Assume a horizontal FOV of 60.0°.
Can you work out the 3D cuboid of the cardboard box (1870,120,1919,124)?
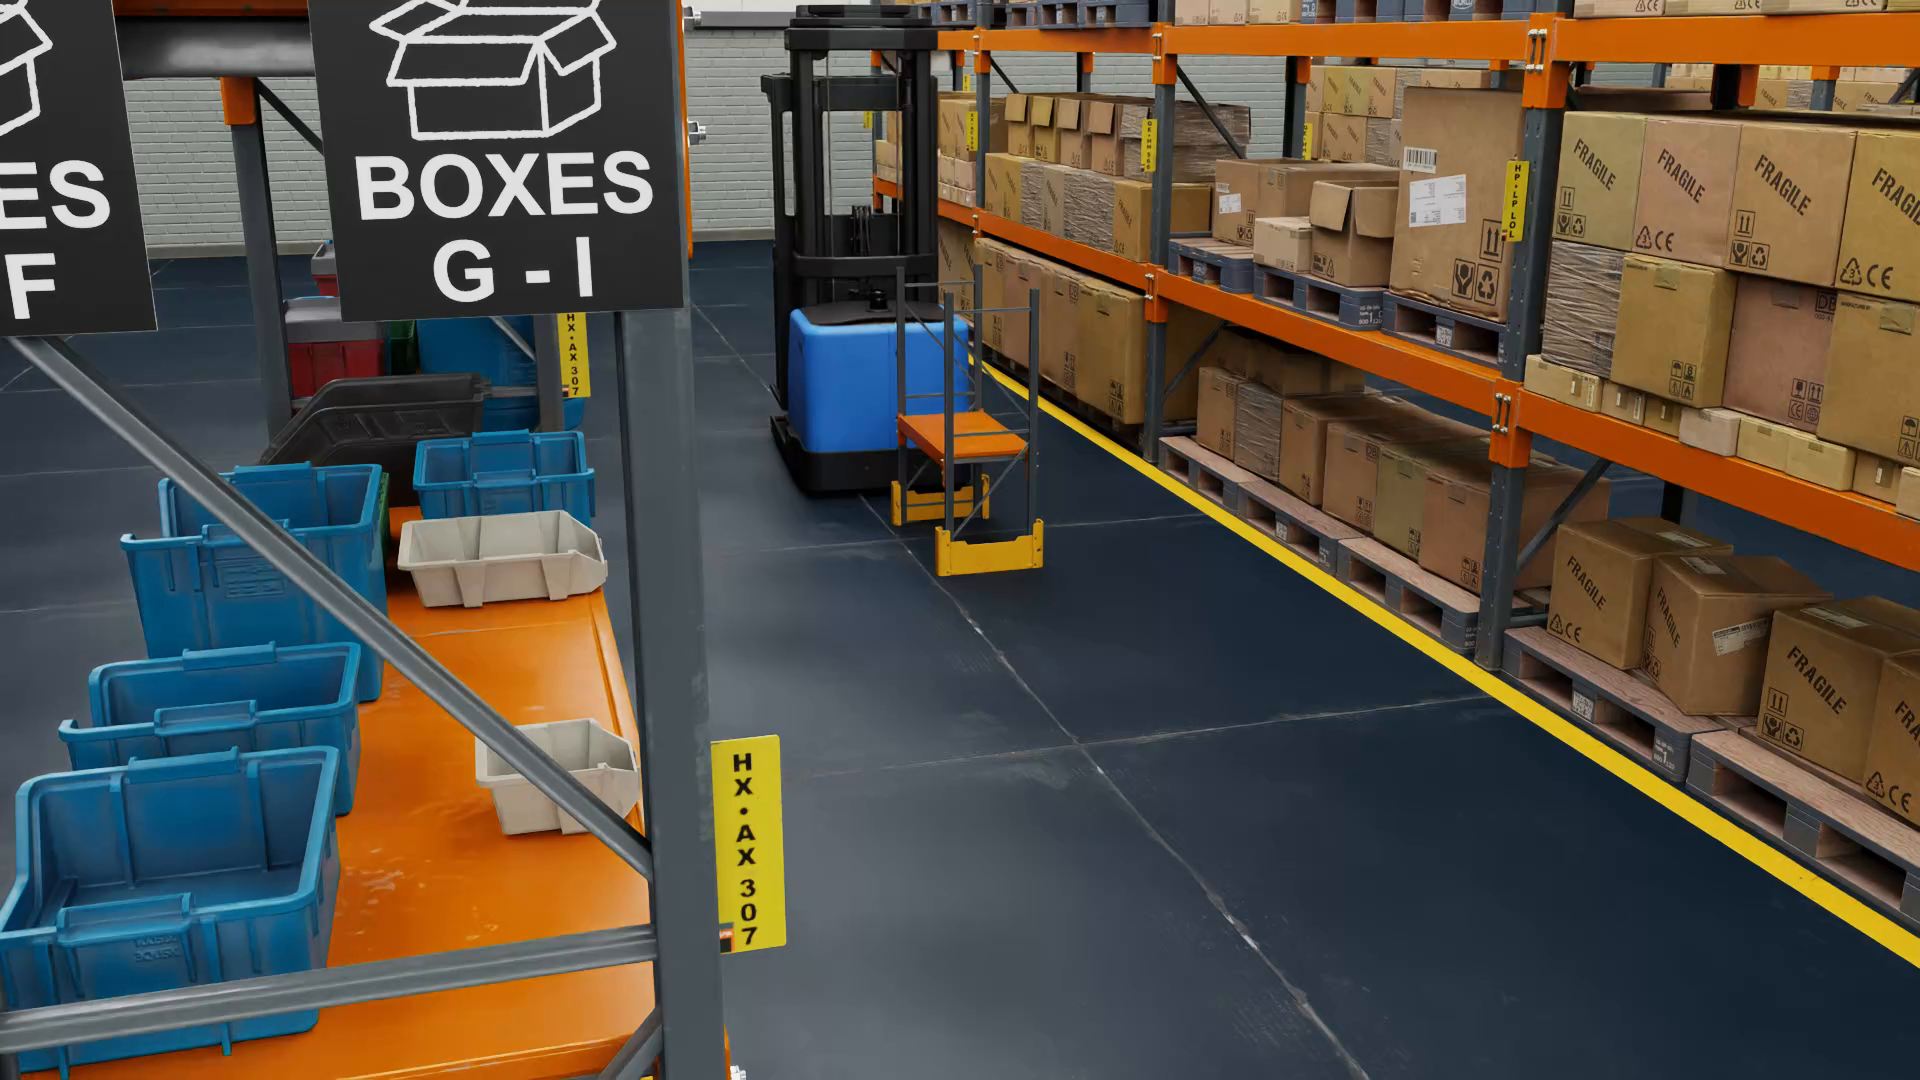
[{"bbox_3d":[3.498,-1.184,5.751,0.500,0.500,0.500,-5,17,-15],"label":"cardboard box"}]

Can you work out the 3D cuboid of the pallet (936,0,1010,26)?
[{"bbox_3d":[0.422,-4.728,14.919,1.003,0.211,1.213,-5,17,-15],"label":"pallet"}]

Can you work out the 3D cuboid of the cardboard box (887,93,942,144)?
[{"bbox_3d":[-0.453,-4.351,17.163,0.500,0.500,0.500,-5,17,-17],"label":"cardboard box"}]

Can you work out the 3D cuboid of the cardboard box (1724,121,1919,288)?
[{"bbox_3d":[2.990,-1.142,5.612,0.500,0.500,0.500,-5,17,-15],"label":"cardboard box"}]

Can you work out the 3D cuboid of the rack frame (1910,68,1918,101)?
[{"bbox_3d":[10.165,-3.891,17.190,1.000,3.000,0.127,-5,17,-15],"label":"rack frame"}]

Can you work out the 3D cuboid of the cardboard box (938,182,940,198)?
[{"bbox_3d":[-0.046,-3.330,15.760,0.380,0.149,0.250,-4,17,-14],"label":"cardboard box"}]

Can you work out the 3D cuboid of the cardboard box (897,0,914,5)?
[{"bbox_3d":[-0.230,-5.642,16.730,0.700,0.500,0.500,-5,18,-17],"label":"cardboard box"}]

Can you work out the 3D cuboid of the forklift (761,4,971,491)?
[{"bbox_3d":[-0.738,-2.088,11.308,1.130,2.935,3.031,-3,17,-11],"label":"forklift"}]

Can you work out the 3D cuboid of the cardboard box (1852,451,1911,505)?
[{"bbox_3d":[3.142,-0.211,5.378,0.380,0.149,0.250,-5,17,-15],"label":"cardboard box"}]

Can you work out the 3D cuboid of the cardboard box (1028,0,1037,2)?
[{"bbox_3d":[0.851,-4.392,13.069,0.500,0.311,0.500,-5,18,-17],"label":"cardboard box"}]

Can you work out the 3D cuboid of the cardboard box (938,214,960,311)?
[{"bbox_3d":[0.284,-2.728,16.285,0.875,0.875,0.875,-5,17,-15],"label":"cardboard box"}]

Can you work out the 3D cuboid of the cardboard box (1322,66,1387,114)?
[{"bbox_3d":[4.347,-4.963,18.330,0.500,0.500,0.500,-4,17,-14],"label":"cardboard box"}]

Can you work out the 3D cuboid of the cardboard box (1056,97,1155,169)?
[{"bbox_3d":[1.183,-3.098,12.634,0.797,0.503,0.637,-4,17,-13],"label":"cardboard box"}]

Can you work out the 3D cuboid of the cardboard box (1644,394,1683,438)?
[{"bbox_3d":[2.834,-0.485,6.290,0.380,0.149,0.250,-5,17,-15],"label":"cardboard box"}]

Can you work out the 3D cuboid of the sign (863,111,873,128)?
[{"bbox_3d":[-0.998,-4.624,17.989,0.100,0.325,0.005,-5,17,-15],"label":"sign"}]

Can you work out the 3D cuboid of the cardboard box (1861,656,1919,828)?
[{"bbox_3d":[3.428,0.697,5.533,0.500,0.500,0.500,-3,17,-10],"label":"cardboard box"}]

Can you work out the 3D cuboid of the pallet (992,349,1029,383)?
[{"bbox_3d":[0.921,-1.564,14.292,1.003,0.211,1.213,-5,17,-15],"label":"pallet"}]

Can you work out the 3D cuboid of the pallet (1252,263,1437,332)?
[{"bbox_3d":[2.319,-1.364,9.114,1.003,0.211,1.213,-5,17,-15],"label":"pallet"}]

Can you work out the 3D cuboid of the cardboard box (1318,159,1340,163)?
[{"bbox_3d":[4.240,-4.196,18.644,0.380,0.149,0.250,-5,17,-17],"label":"cardboard box"}]

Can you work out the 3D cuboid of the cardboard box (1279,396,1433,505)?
[{"bbox_3d":[2.266,-0.522,9.555,0.700,0.500,0.500,-3,17,-11],"label":"cardboard box"}]

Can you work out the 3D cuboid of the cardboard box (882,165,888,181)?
[{"bbox_3d":[-0.611,-3.898,17.652,0.380,0.149,0.250,-5,17,-16],"label":"cardboard box"}]

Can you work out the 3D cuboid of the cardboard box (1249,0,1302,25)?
[{"bbox_3d":[1.911,-2.932,9.045,0.500,0.250,0.500,-4,17,-14],"label":"cardboard box"}]

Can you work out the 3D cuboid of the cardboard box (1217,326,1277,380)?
[{"bbox_3d":[1.949,-1.190,10.478,0.500,0.250,0.500,-4,17,-13],"label":"cardboard box"}]

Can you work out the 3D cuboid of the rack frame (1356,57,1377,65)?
[{"bbox_3d":[4.334,-4.578,19.478,1.000,3.000,0.127,-5,17,-15],"label":"rack frame"}]

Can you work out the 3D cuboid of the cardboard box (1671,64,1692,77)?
[{"bbox_3d":[8.897,-5.714,20.222,0.380,0.149,0.250,-4,17,-14],"label":"cardboard box"}]

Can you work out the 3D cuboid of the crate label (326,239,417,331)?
[{"bbox_3d":[-3.014,-1.330,8.604,0.502,0.435,0.616,-5,17,-15],"label":"crate label"}]

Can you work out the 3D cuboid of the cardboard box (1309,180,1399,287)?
[{"bbox_3d":[2.270,-1.617,8.712,0.797,0.503,0.637,-3,17,-10],"label":"cardboard box"}]

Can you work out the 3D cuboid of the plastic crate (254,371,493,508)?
[{"bbox_3d":[-1.906,-0.318,5.405,0.767,0.338,0.504,-5,17,-15],"label":"plastic crate"}]

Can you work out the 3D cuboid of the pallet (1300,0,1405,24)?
[{"bbox_3d":[2.480,-2.707,8.361,1.213,0.211,1.003,-5,17,-15],"label":"pallet"}]

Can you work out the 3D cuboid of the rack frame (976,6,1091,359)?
[{"bbox_3d":[0.636,-3.107,14.582,1.000,3.000,0.127,-5,17,-15],"label":"rack frame"}]

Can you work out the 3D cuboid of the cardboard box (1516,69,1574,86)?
[{"bbox_3d":[5.543,-4.285,16.073,0.500,0.500,0.500,-4,17,-14],"label":"cardboard box"}]

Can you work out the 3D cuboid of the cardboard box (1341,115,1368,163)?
[{"bbox_3d":[4.486,-4.340,17.994,0.500,0.500,0.500,-4,17,-15],"label":"cardboard box"}]

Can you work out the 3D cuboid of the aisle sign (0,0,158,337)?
[{"bbox_3d":[-1.094,-0.598,1.710,0.394,0.787,0.004,-5,17,-15],"label":"aisle sign"}]

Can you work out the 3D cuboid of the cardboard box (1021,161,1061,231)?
[{"bbox_3d":[0.798,-2.731,13.154,0.500,0.500,0.500,-5,17,-17],"label":"cardboard box"}]

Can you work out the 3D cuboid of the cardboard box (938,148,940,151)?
[{"bbox_3d":[-0.158,-3.704,16.311,0.500,0.250,0.500,-5,17,-16],"label":"cardboard box"}]

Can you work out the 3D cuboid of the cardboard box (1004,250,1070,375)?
[{"bbox_3d":[1.078,-1.868,13.420,1.225,0.875,0.875,-5,18,-17],"label":"cardboard box"}]

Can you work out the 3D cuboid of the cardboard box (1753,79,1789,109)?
[{"bbox_3d":[9.359,-4.946,18.793,0.500,0.500,0.500,-5,17,-15],"label":"cardboard box"}]

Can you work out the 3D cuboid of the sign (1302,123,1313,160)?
[{"bbox_3d":[2.255,-2.563,10.895,0.100,0.325,0.005,-5,17,-15],"label":"sign"}]

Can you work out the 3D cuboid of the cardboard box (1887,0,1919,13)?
[{"bbox_3d":[3.141,-1.685,4.894,0.500,0.250,0.500,-5,17,-16],"label":"cardboard box"}]

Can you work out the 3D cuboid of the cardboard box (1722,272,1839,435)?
[{"bbox_3d":[3.237,-0.684,5.824,0.875,0.500,0.500,-5,17,-15],"label":"cardboard box"}]

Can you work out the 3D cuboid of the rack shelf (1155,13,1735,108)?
[{"bbox_3d":[2.285,-2.540,8.729,1.077,0.370,4.000,-5,17,-15],"label":"rack shelf"}]

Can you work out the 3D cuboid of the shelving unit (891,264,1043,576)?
[{"bbox_3d":[0.021,-0.697,9.166,0.587,1.500,1.083,-5,17,-15],"label":"shelving unit"}]

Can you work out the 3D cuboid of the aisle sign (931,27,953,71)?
[{"bbox_3d":[-0.194,-5.502,18.036,0.394,0.787,0.004,-5,17,-15],"label":"aisle sign"}]

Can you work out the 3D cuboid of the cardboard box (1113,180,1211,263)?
[{"bbox_3d":[1.362,-2.165,11.273,0.500,0.500,0.500,-4,17,-14],"label":"cardboard box"}]

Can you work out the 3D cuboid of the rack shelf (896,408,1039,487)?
[{"bbox_3d":[0.023,-0.522,9.209,0.538,0.185,1.000,-5,17,-15],"label":"rack shelf"}]

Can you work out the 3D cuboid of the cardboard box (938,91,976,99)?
[{"bbox_3d":[-0.076,-4.529,17.757,0.500,0.500,0.500,-4,17,-15],"label":"cardboard box"}]

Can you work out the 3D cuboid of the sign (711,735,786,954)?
[{"bbox_3d":[-0.298,0.429,2.329,0.100,0.325,0.005,-5,17,-15],"label":"sign"}]

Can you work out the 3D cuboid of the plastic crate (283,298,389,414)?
[{"bbox_3d":[-2.355,-0.643,6.268,0.402,0.464,0.583,-5,17,-15],"label":"plastic crate"}]

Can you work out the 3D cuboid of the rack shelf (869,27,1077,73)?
[{"bbox_3d":[0.087,-4.752,16.096,1.077,0.370,4.000,-5,17,-15],"label":"rack shelf"}]

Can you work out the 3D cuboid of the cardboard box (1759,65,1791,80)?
[{"bbox_3d":[9.283,-5.282,18.783,0.380,0.149,0.250,-5,17,-17],"label":"cardboard box"}]

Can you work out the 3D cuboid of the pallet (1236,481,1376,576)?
[{"bbox_3d":[2.281,-0.112,9.458,1.003,0.211,1.213,-5,17,-15],"label":"pallet"}]

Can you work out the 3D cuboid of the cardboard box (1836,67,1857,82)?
[{"bbox_3d":[9.660,-5.008,17.870,0.380,0.149,0.250,-5,17,-16],"label":"cardboard box"}]

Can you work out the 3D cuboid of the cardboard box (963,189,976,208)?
[{"bbox_3d":[0.238,-3.045,14.813,0.380,0.149,0.250,-5,17,-15],"label":"cardboard box"}]

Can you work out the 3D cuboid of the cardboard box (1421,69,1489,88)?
[{"bbox_3d":[4.897,-4.392,16.430,0.500,0.500,0.500,-5,18,-17],"label":"cardboard box"}]

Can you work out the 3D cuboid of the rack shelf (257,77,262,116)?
[{"bbox_3d":[-2.477,-2.148,7.425,1.077,0.370,4.000,-5,17,-15],"label":"rack shelf"}]

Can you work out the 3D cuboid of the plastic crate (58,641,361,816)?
[{"bbox_3d":[-1.426,0.380,3.231,0.499,0.251,0.408,-5,17,-15],"label":"plastic crate"}]
